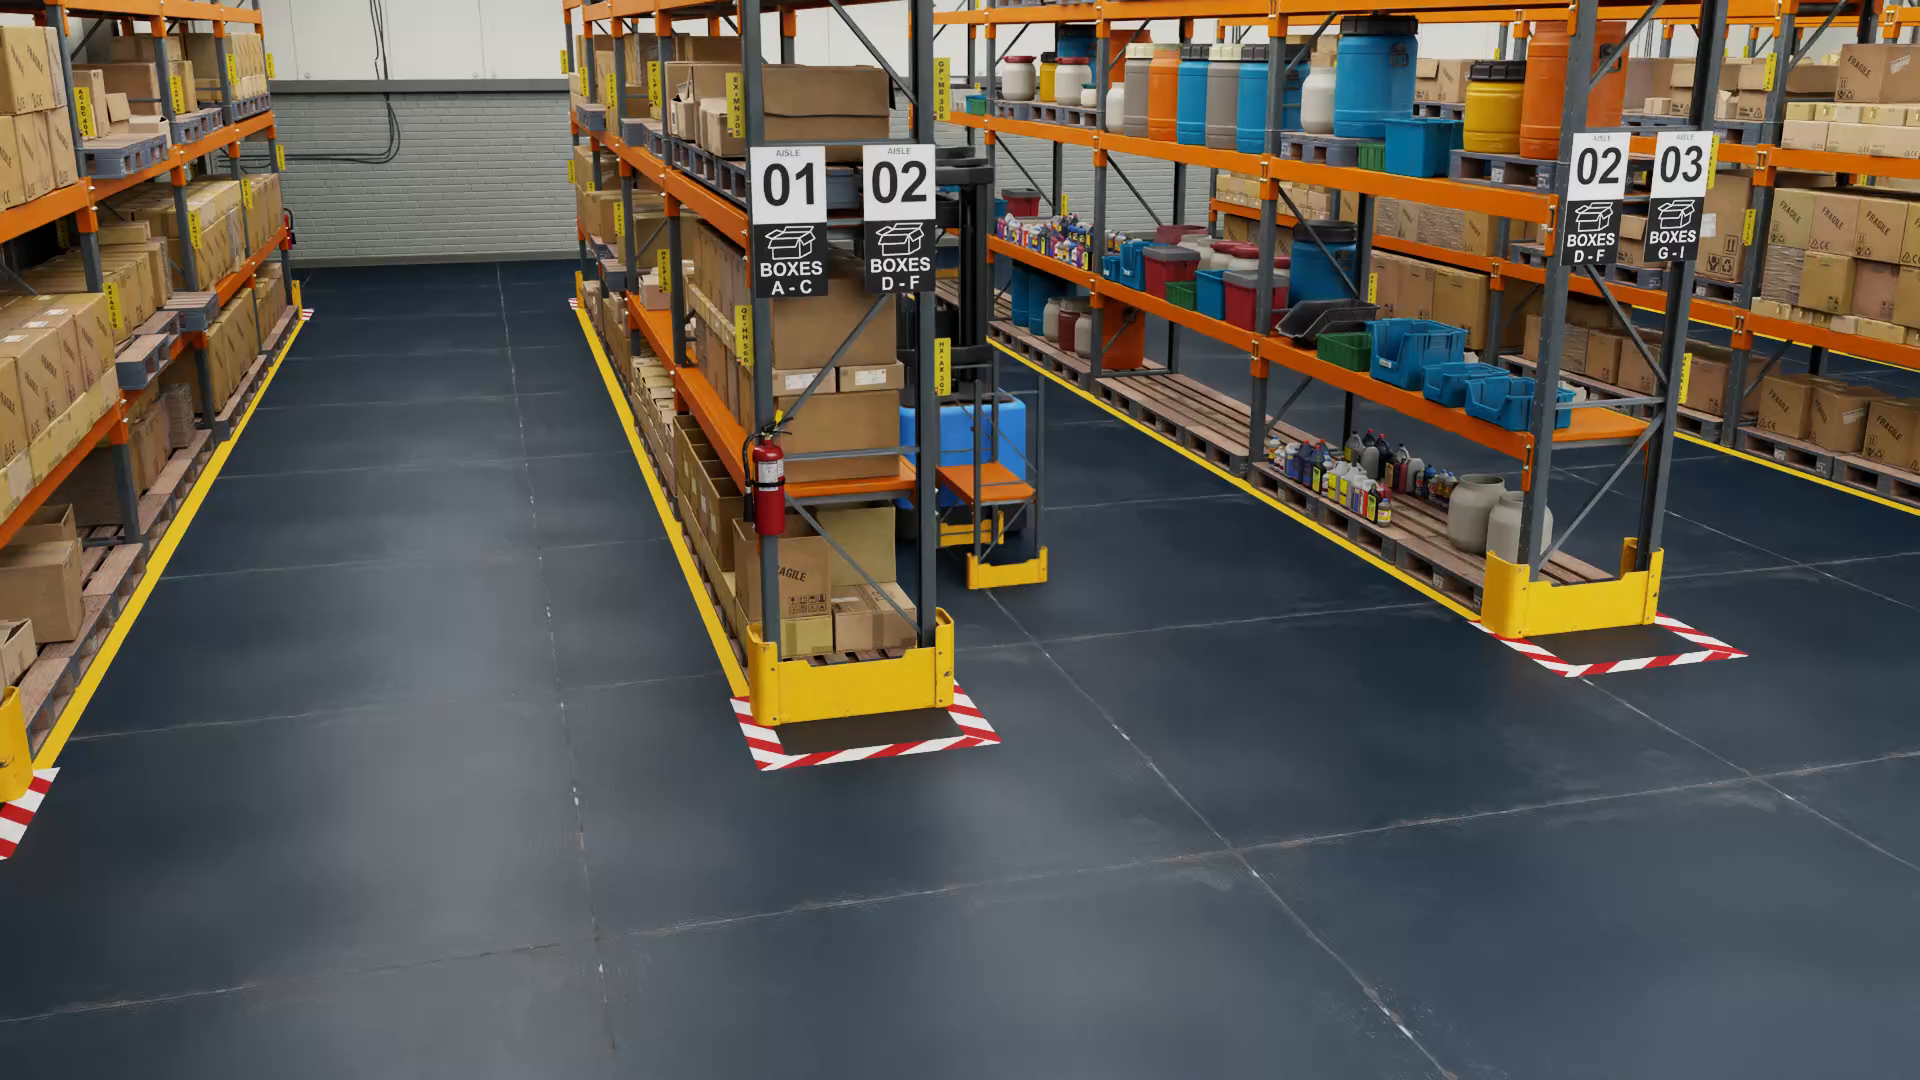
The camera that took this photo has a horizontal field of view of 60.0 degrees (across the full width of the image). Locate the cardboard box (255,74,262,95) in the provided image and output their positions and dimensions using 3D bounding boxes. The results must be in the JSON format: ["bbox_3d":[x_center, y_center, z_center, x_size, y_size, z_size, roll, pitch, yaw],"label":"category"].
[{"bbox_3d":[-9.195,-5.798,21.182,0.500,0.250,0.500,-5,18,-17],"label":"cardboard box"}]

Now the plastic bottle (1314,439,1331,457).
[{"bbox_3d":[2.989,-0.671,13.811,0.144,0.351,0.185,-5,17,-15],"label":"plastic bottle"}]

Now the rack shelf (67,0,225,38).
[{"bbox_3d":[-8.147,-5.187,16.524,1.077,0.370,4.000,-5,17,-15],"label":"rack shelf"}]

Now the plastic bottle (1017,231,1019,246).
[{"bbox_3d":[0.750,-3.744,20.547,0.097,0.201,0.097,0,17,0],"label":"plastic bottle"}]

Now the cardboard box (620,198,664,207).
[{"bbox_3d":[-3.390,-3.561,18.689,0.700,0.500,0.500,-10,19,-29],"label":"cardboard box"}]

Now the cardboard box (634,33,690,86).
[{"bbox_3d":[-2.949,-4.774,16.505,0.500,0.500,0.500,-5,17,-15],"label":"cardboard box"}]

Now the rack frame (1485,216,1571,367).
[{"bbox_3d":[6.691,-3.472,19.295,1.000,3.000,0.127,-5,17,-15],"label":"rack frame"}]

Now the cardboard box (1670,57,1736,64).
[{"bbox_3d":[10.387,-6.514,23.307,0.700,0.500,0.500,-5,17,-15],"label":"cardboard box"}]

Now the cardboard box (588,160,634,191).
[{"bbox_3d":[-4.322,-4.442,20.614,0.500,0.500,0.500,-5,17,-15],"label":"cardboard box"}]

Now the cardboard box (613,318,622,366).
[{"bbox_3d":[-3.610,-2.231,18.745,0.500,0.500,0.500,-5,18,-17],"label":"cardboard box"}]

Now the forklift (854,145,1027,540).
[{"bbox_3d":[-0.390,-1.790,13.815,1.130,2.935,3.031,-5,17,-16],"label":"forklift"}]

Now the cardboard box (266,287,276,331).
[{"bbox_3d":[-9.077,-2.903,21.019,0.700,0.500,0.500,-4,17,-14],"label":"cardboard box"}]

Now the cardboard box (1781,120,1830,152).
[{"bbox_3d":[7.667,-3.585,14.720,0.500,0.250,0.500,-5,18,-17],"label":"cardboard box"}]

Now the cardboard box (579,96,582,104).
[{"bbox_3d":[-4.597,-5.551,21.264,0.500,0.250,0.500,-5,17,-15],"label":"cardboard box"}]

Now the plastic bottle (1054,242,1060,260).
[{"bbox_3d":[1.142,-3.349,19.231,0.097,0.201,0.097,0,17,0],"label":"plastic bottle"}]

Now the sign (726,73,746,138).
[{"bbox_3d":[-1.162,-2.260,8.647,0.100,0.325,0.005,-5,17,-15],"label":"sign"}]

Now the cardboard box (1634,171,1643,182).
[{"bbox_3d":[9.984,-5.244,24.505,0.500,0.500,0.500,-5,17,-15],"label":"cardboard box"}]

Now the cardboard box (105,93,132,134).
[{"bbox_3d":[-7.330,-3.426,13.716,0.797,0.503,0.637,-2,17,-8],"label":"cardboard box"}]

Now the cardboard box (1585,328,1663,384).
[{"bbox_3d":[7.221,-1.993,17.952,0.700,0.500,0.500,-3,17,-11],"label":"cardboard box"}]

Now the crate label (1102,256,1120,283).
[{"bbox_3d":[1.684,-2.854,17.529,0.303,0.233,0.416,-5,17,-15],"label":"crate label"}]

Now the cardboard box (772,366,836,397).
[{"bbox_3d":[-0.925,-0.926,9.518,0.380,0.149,0.250,-5,17,-16],"label":"cardboard box"}]

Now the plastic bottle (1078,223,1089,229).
[{"bbox_3d":[1.524,-3.766,20.490,0.152,0.276,0.135,-5,17,-15],"label":"plastic bottle"}]

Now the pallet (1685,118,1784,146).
[{"bbox_3d":[7.723,-3.891,15.804,1.213,0.211,1.003,-5,17,-15],"label":"pallet"}]

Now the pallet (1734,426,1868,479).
[{"bbox_3d":[8.008,-0.847,15.404,1.003,0.211,1.213,-5,17,-15],"label":"pallet"}]

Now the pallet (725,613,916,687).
[{"bbox_3d":[-0.887,0.651,10.419,1.003,0.211,1.213,-5,17,-15],"label":"pallet"}]

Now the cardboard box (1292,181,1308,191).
[{"bbox_3d":[5.074,-5.253,23.665,0.500,0.500,0.500,-5,17,-15],"label":"cardboard box"}]

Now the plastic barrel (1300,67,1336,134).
[{"bbox_3d":[2.957,-3.530,13.352,0.421,0.512,0.421,0,17,0],"label":"plastic barrel"}]

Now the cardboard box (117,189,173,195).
[{"bbox_3d":[-8.528,-3.532,17.467,0.500,0.250,0.500,-5,18,-17],"label":"cardboard box"}]

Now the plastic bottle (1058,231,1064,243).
[{"bbox_3d":[1.181,-3.481,19.529,0.061,0.283,0.133,-5,17,-15],"label":"plastic bottle"}]

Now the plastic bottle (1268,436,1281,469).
[{"bbox_3d":[2.694,-0.755,14.228,0.097,0.271,0.097,0,17,0],"label":"plastic bottle"}]

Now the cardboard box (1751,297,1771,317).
[{"bbox_3d":[7.560,-2.162,15.371,0.380,0.149,0.250,-5,17,-15],"label":"cardboard box"}]

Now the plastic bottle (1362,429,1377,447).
[{"bbox_3d":[3.482,-0.760,14.109,0.144,0.351,0.185,-5,17,-17],"label":"plastic bottle"}]

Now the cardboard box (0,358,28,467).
[{"bbox_3d":[-5.367,-0.674,8.904,0.500,0.500,0.500,-5,17,-15],"label":"cardboard box"}]

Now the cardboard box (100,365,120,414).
[{"bbox_3d":[-6.076,-1.021,11.363,0.500,0.250,0.500,-5,17,-15],"label":"cardboard box"}]

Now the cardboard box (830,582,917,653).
[{"bbox_3d":[-0.570,0.473,10.212,0.500,0.250,0.500,-5,17,-15],"label":"cardboard box"}]

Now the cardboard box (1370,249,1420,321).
[{"bbox_3d":[6.033,-3.339,21.817,1.225,0.875,0.875,-5,18,-17],"label":"cardboard box"}]

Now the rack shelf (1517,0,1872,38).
[{"bbox_3d":[7.240,-5.255,16.751,1.077,0.370,4.000,-5,17,-15],"label":"rack shelf"}]

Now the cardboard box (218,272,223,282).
[{"bbox_3d":[-7.962,-2.792,17.435,0.380,0.149,0.250,-4,17,-14],"label":"cardboard box"}]

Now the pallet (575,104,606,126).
[{"bbox_3d":[-3.823,-4.956,19.351,1.213,0.211,1.003,-5,17,-15],"label":"pallet"}]

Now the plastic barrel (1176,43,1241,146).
[{"bbox_3d":[2.320,-4.136,15.420,0.600,0.901,0.708,-5,17,-15],"label":"plastic barrel"}]

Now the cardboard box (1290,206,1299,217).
[{"bbox_3d":[4.981,-4.729,23.919,0.380,0.149,0.250,-4,17,-14],"label":"cardboard box"}]

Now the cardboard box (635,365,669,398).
[{"bbox_3d":[-2.821,-1.529,15.904,0.500,0.311,0.500,-5,17,-17],"label":"cardboard box"}]

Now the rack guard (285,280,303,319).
[{"bbox_3d":[-9.802,-3.319,23.132,1.175,0.500,0.348,-5,17,-15],"label":"rack guard"}]

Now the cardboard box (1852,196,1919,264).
[{"bbox_3d":[7.945,-2.613,14.009,0.500,0.500,0.500,-5,17,-15],"label":"cardboard box"}]

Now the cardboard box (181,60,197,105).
[{"bbox_3d":[-8.560,-4.846,17.719,0.700,0.500,0.500,-6,18,-18],"label":"cardboard box"}]

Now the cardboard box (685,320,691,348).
[{"bbox_3d":[-2.154,-1.747,13.788,0.396,0.266,0.258,-5,17,-17],"label":"cardboard box"}]

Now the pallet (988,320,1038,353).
[{"bbox_3d":[1.001,-2.634,21.354,1.003,0.211,1.213,-5,17,-15],"label":"pallet"}]

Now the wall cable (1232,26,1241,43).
[{"bbox_3d":[6.252,-11.935,31.450,2.277,5.999,0.120,-5,17,-15],"label":"wall cable"}]

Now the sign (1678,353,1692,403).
[{"bbox_3d":[4.657,-1.042,10.726,0.100,0.325,0.005,-5,17,-15],"label":"sign"}]

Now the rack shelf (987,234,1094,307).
[{"bbox_3d":[1.379,-3.289,19.937,1.077,0.370,4.000,-5,17,-15],"label":"rack shelf"}]

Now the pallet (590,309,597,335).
[{"bbox_3d":[-4.461,-2.988,22.534,1.003,0.211,1.213,-5,17,-15],"label":"pallet"}]

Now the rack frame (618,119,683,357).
[{"bbox_3d":[-2.835,-2.689,16.691,1.000,3.000,0.127,-5,17,-15],"label":"rack frame"}]

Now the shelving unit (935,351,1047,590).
[{"bbox_3d":[0.191,-0.537,12.131,0.587,1.500,1.083,-5,17,-16],"label":"shelving unit"}]

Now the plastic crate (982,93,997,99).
[{"bbox_3d":[0.275,-6.378,24.124,0.450,0.188,0.336,-5,17,-15],"label":"plastic crate"}]

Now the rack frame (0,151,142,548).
[{"bbox_3d":[-6.498,-1.190,11.700,1.000,3.000,0.127,-5,17,-15],"label":"rack frame"}]

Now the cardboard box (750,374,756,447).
[{"bbox_3d":[-0.902,-0.799,10.225,0.700,0.500,0.500,-4,17,-14],"label":"cardboard box"}]

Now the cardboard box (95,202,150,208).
[{"bbox_3d":[-8.110,-3.104,16.043,0.500,0.250,0.500,-5,18,-17],"label":"cardboard box"}]
